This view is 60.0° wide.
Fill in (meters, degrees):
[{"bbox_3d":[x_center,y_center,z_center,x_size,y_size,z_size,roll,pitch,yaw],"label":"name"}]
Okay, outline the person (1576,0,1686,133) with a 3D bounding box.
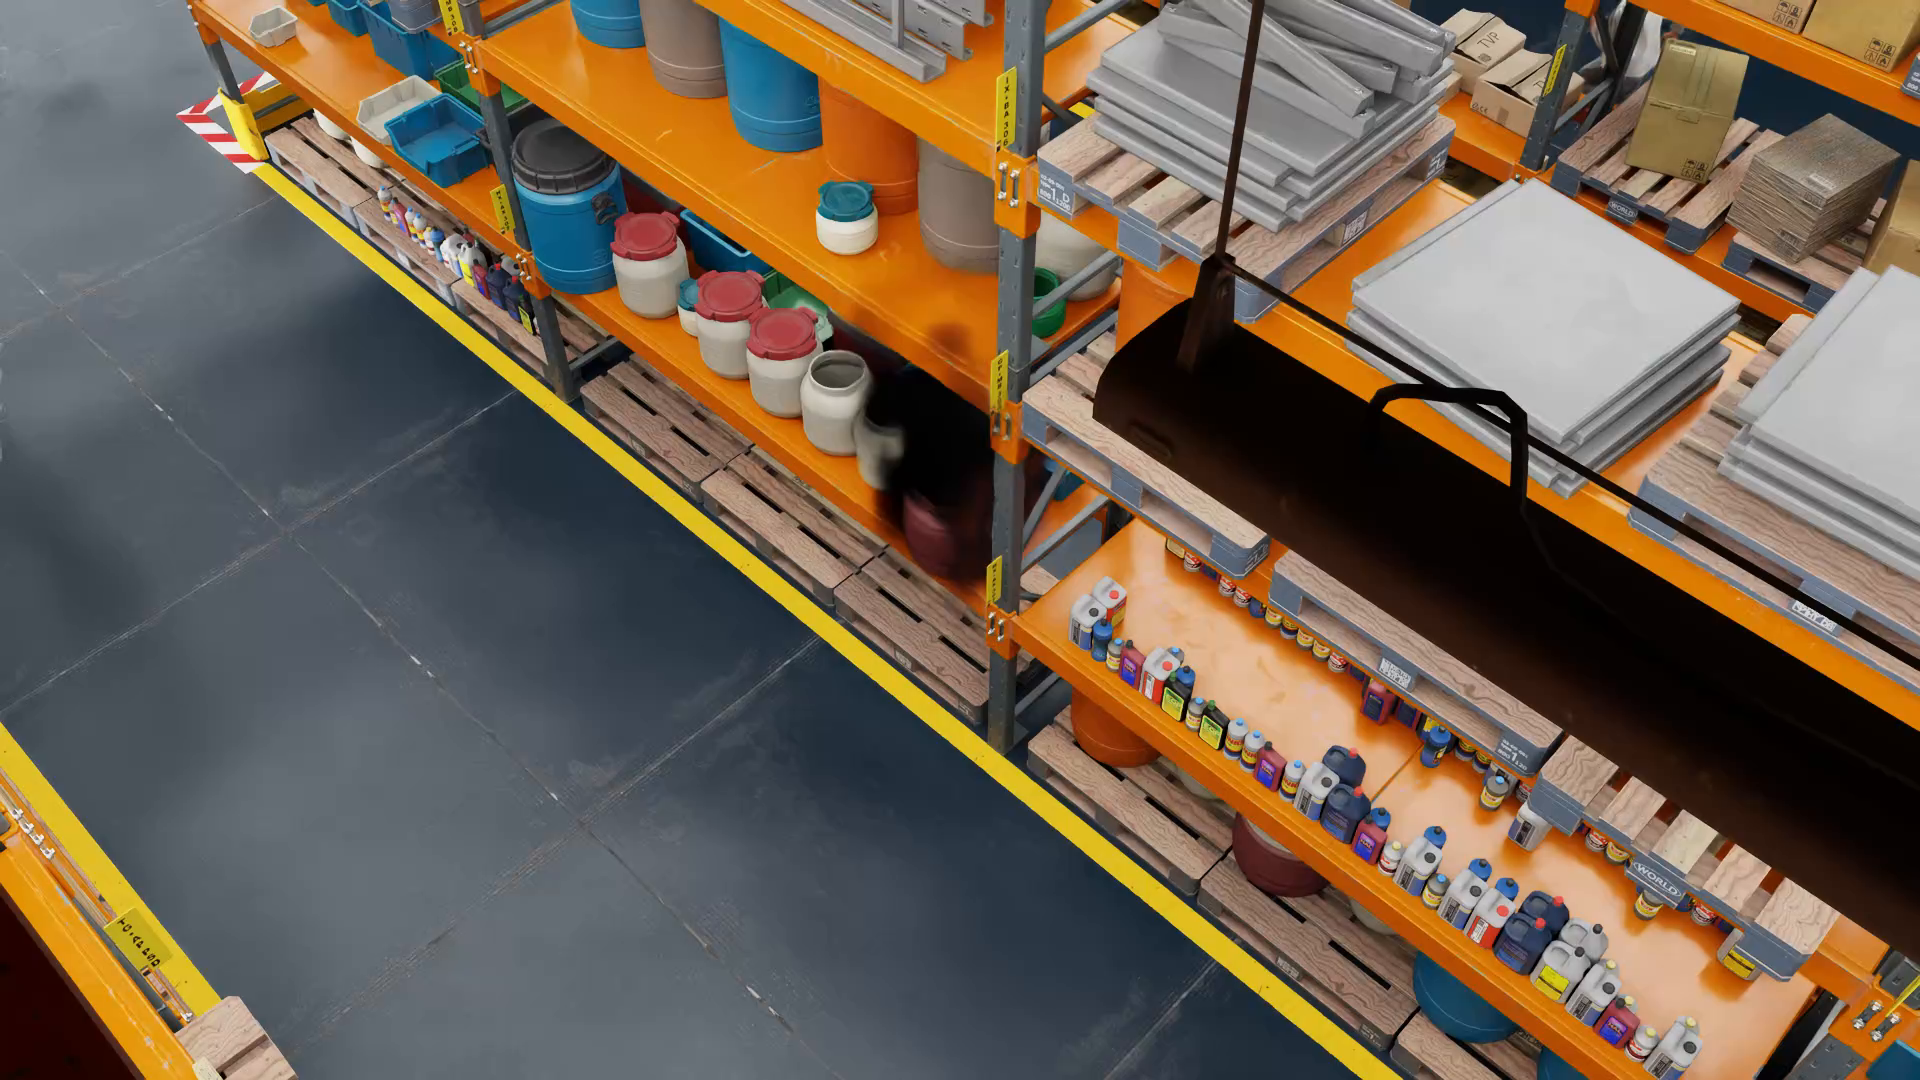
[{"bbox_3d":[4.873,-3.479,12.157,0.819,1.779,0.676,36,59,26],"label":"person"}]
